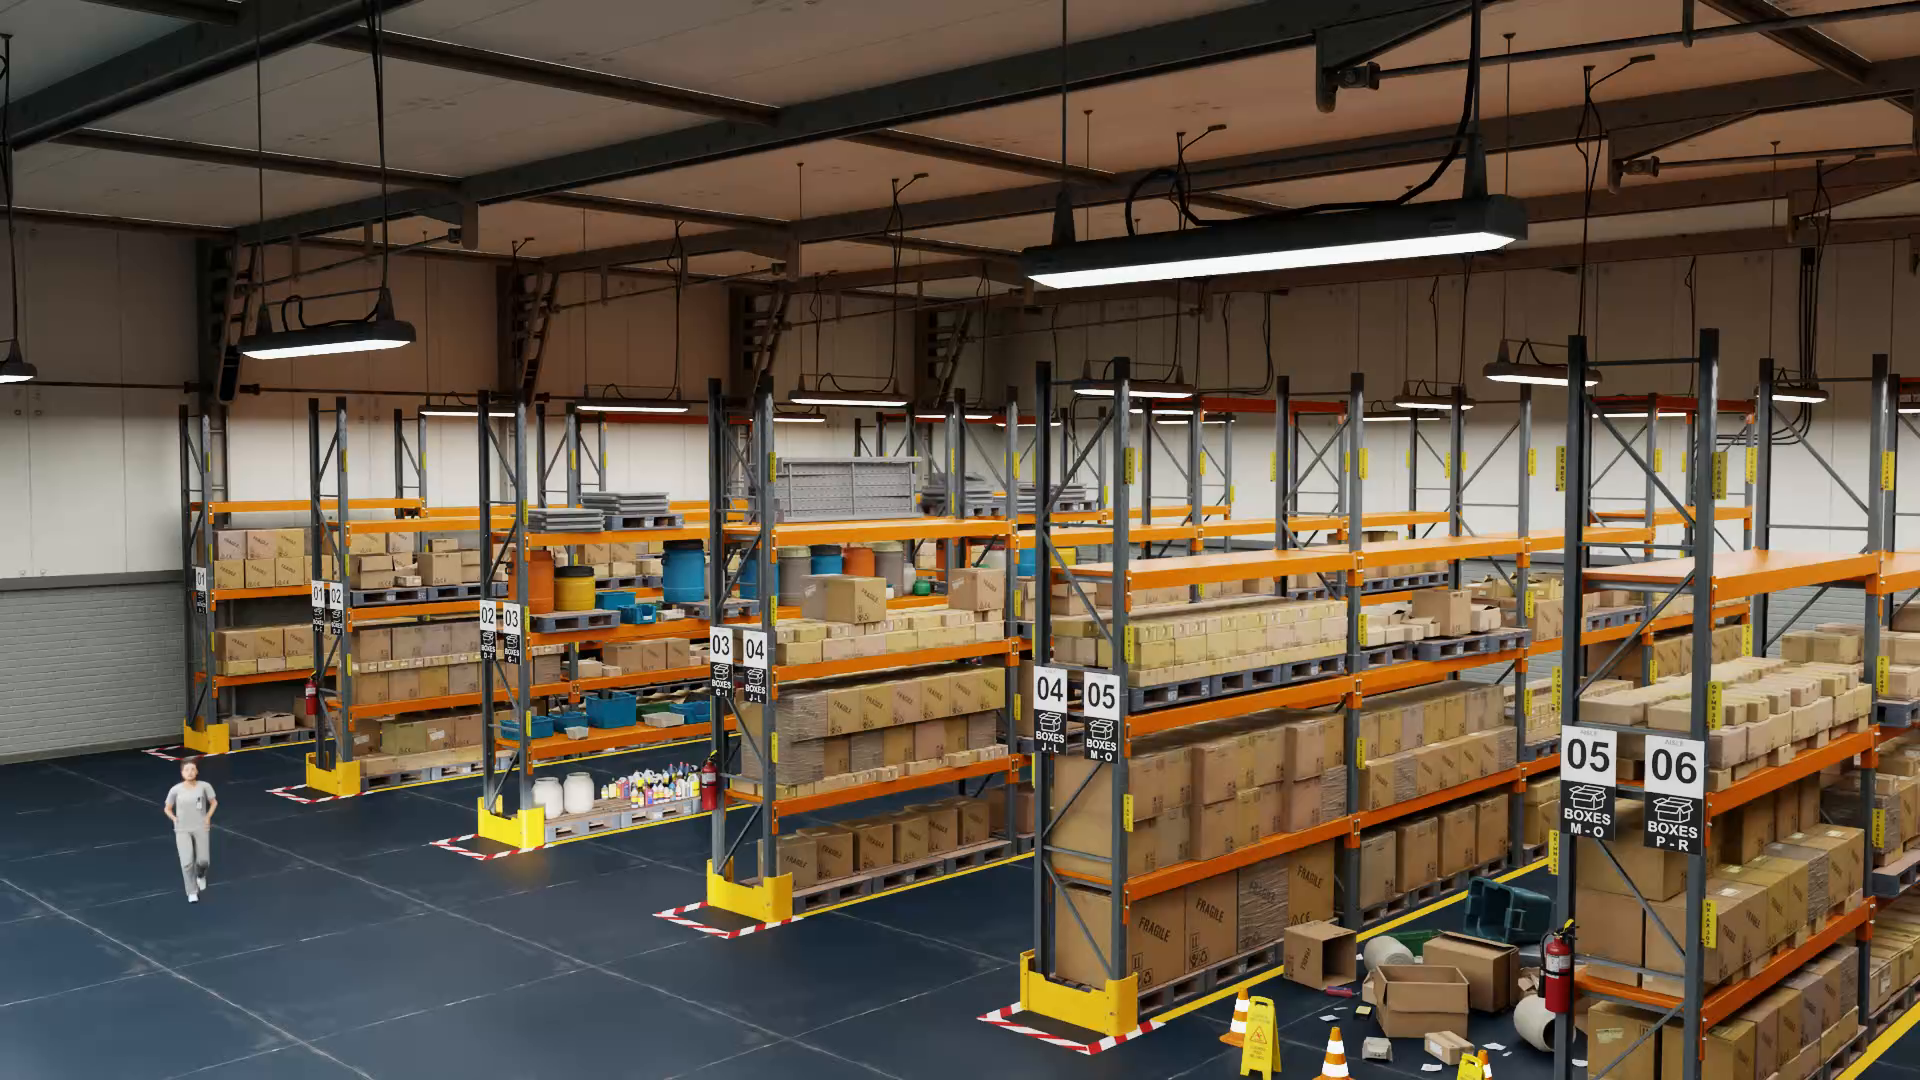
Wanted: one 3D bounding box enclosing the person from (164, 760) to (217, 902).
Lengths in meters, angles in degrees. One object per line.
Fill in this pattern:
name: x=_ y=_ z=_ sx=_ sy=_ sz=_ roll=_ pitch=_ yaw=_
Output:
person: x=-8.853 y=3.339 z=19.154 sx=0.561 sy=1.620 sz=0.584 roll=-1 pitch=3 yaw=-26
